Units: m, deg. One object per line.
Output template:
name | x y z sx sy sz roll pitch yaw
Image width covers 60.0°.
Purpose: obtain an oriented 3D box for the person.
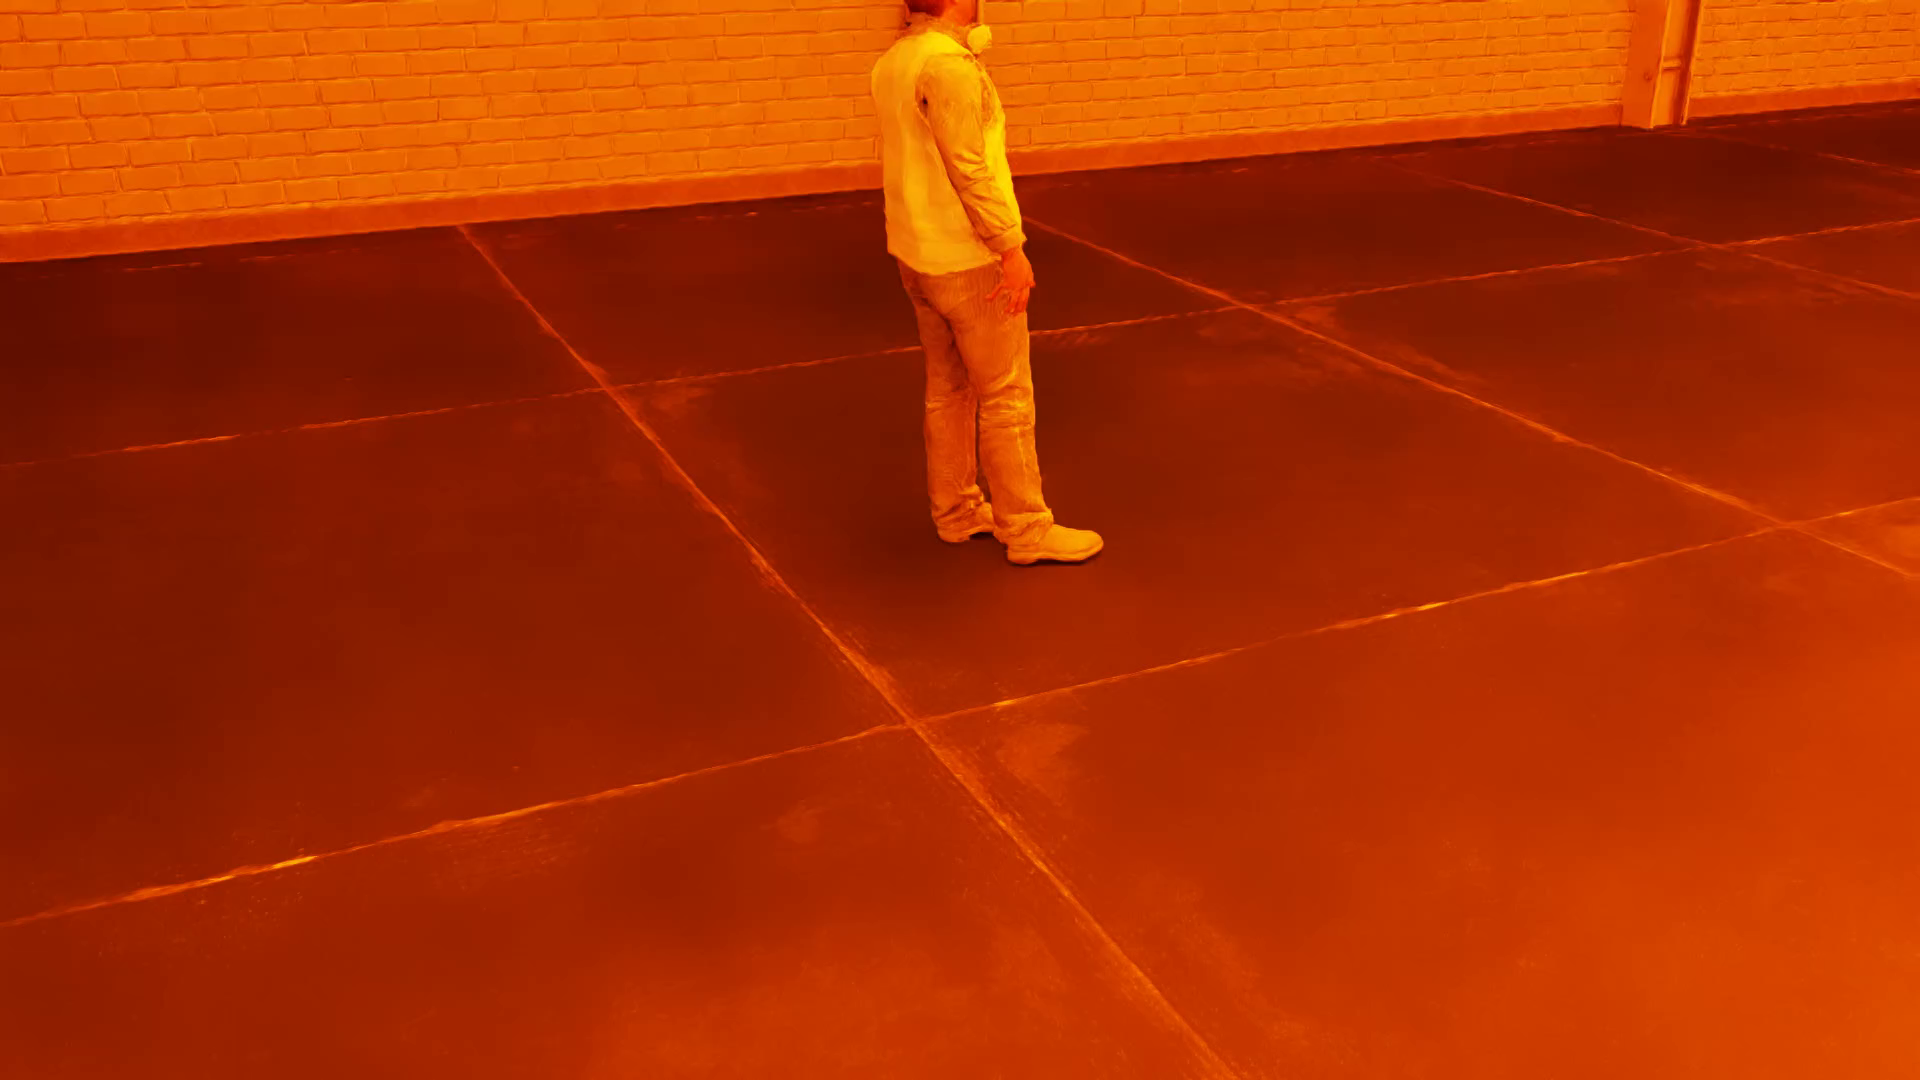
person | 0.060 -0.833 4.781 0.567 1.773 0.632 -10 25 -23
